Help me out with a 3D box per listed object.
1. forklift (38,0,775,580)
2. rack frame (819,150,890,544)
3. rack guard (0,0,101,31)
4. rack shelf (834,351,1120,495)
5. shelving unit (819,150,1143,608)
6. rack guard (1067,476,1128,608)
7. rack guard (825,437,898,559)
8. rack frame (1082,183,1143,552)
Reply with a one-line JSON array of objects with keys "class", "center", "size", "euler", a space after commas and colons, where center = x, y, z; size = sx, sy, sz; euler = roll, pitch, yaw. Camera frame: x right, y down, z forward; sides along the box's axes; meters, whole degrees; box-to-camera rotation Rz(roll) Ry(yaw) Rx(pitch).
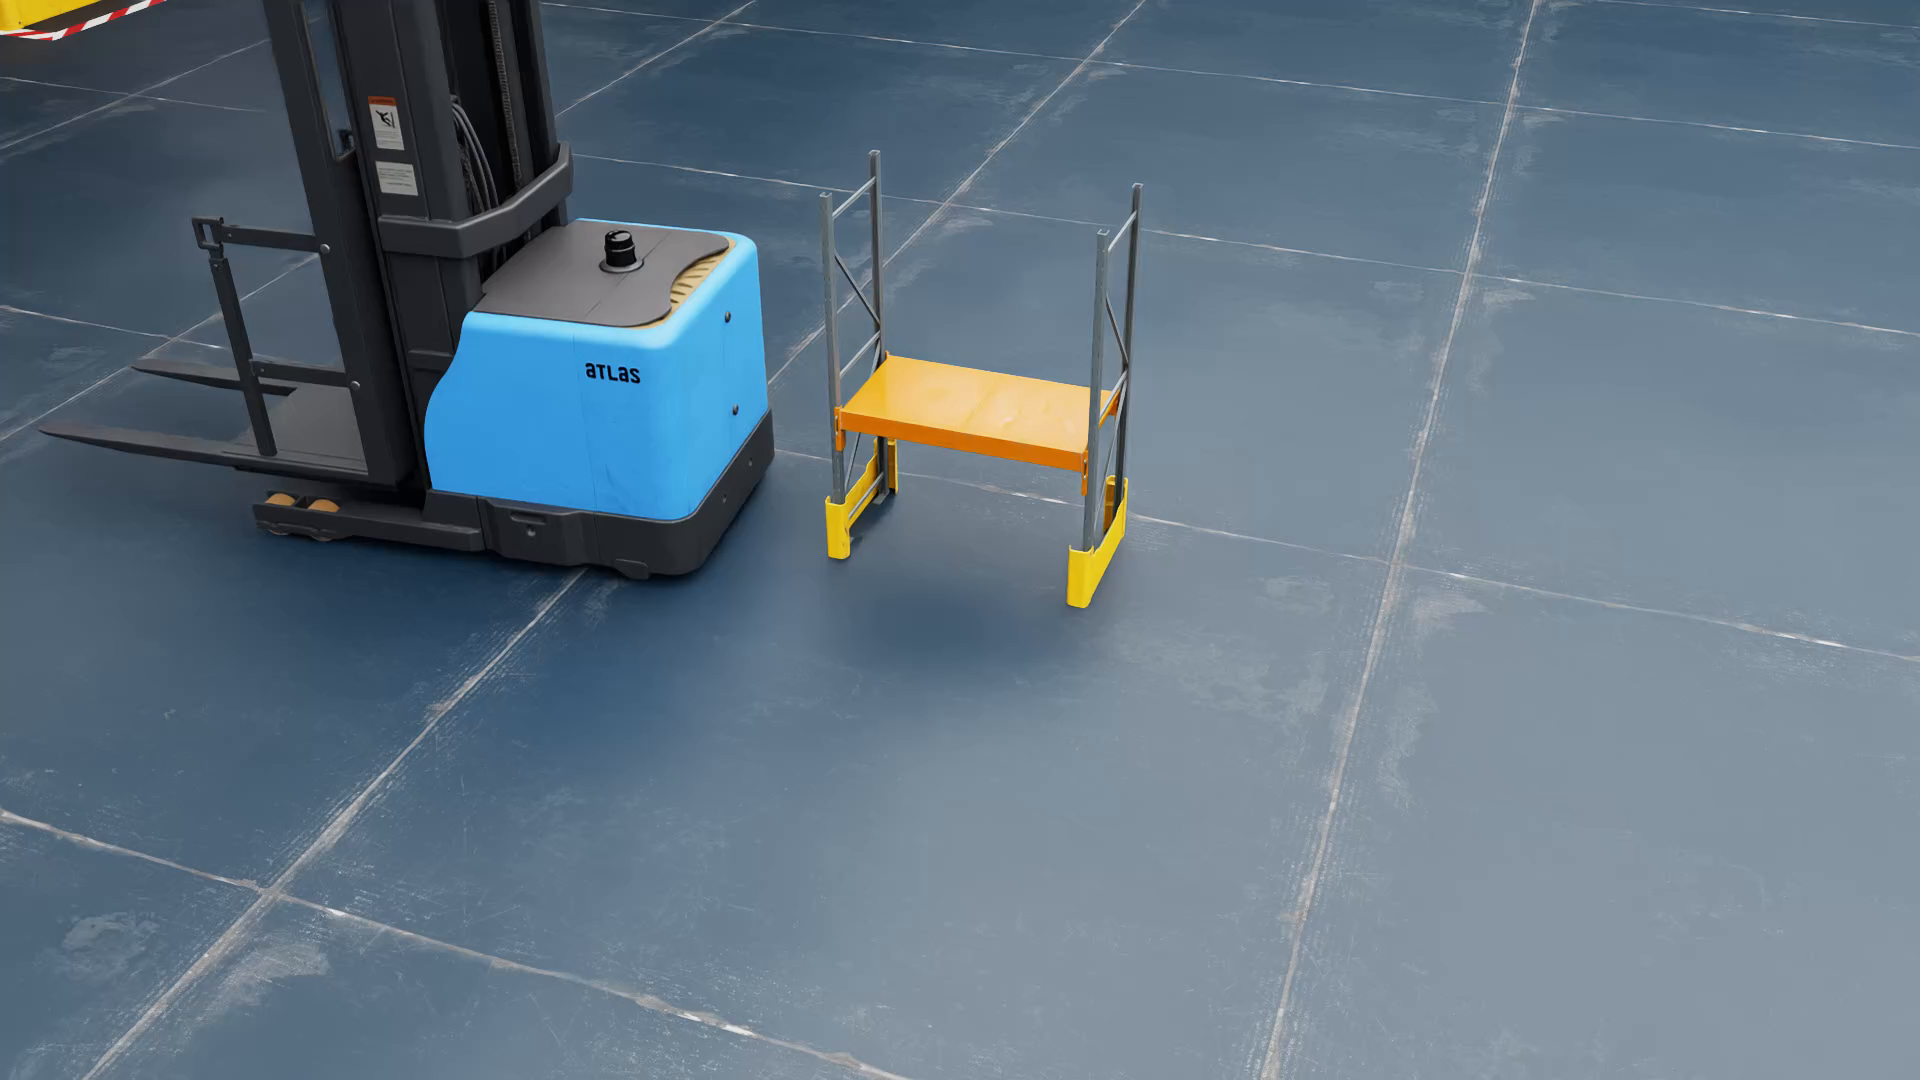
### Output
[{"class": "forklift", "center": [-2.373, -1.495, 6.363], "size": [3.031, 2.935, 1.130], "euler": [8, 34, 12]}, {"class": "rack frame", "center": [-0.398, -0.707, 6.463], "size": [0.032, 1.500, 0.500], "euler": [11, 34, 16]}, {"class": "rack guard", "center": [-7.280, -4.459, 13.195], "size": [0.348, 0.500, 1.175], "euler": [11, 34, 16]}, {"class": "rack shelf", "center": [0.080, -0.463, 6.417], "size": [1.000, 0.185, 0.538], "euler": [11, 34, 16]}, {"class": "shelving unit", "center": [0.072, -0.616, 6.322], "size": [1.083, 1.500, 0.587], "euler": [11, 34, 16]}, {"class": "rack guard", "center": [0.541, 0.000, 6.519], "size": [0.087, 0.250, 0.587], "euler": [11, 34, 16]}, {"class": "rack guard", "center": [-0.397, -0.182, 6.802], "size": [0.087, 0.250, 0.587], "euler": [11, 34, 16]}, {"class": "rack frame", "center": [0.559, -0.521, 6.175], "size": [0.032, 1.500, 0.500], "euler": [11, 34, 16]}]
